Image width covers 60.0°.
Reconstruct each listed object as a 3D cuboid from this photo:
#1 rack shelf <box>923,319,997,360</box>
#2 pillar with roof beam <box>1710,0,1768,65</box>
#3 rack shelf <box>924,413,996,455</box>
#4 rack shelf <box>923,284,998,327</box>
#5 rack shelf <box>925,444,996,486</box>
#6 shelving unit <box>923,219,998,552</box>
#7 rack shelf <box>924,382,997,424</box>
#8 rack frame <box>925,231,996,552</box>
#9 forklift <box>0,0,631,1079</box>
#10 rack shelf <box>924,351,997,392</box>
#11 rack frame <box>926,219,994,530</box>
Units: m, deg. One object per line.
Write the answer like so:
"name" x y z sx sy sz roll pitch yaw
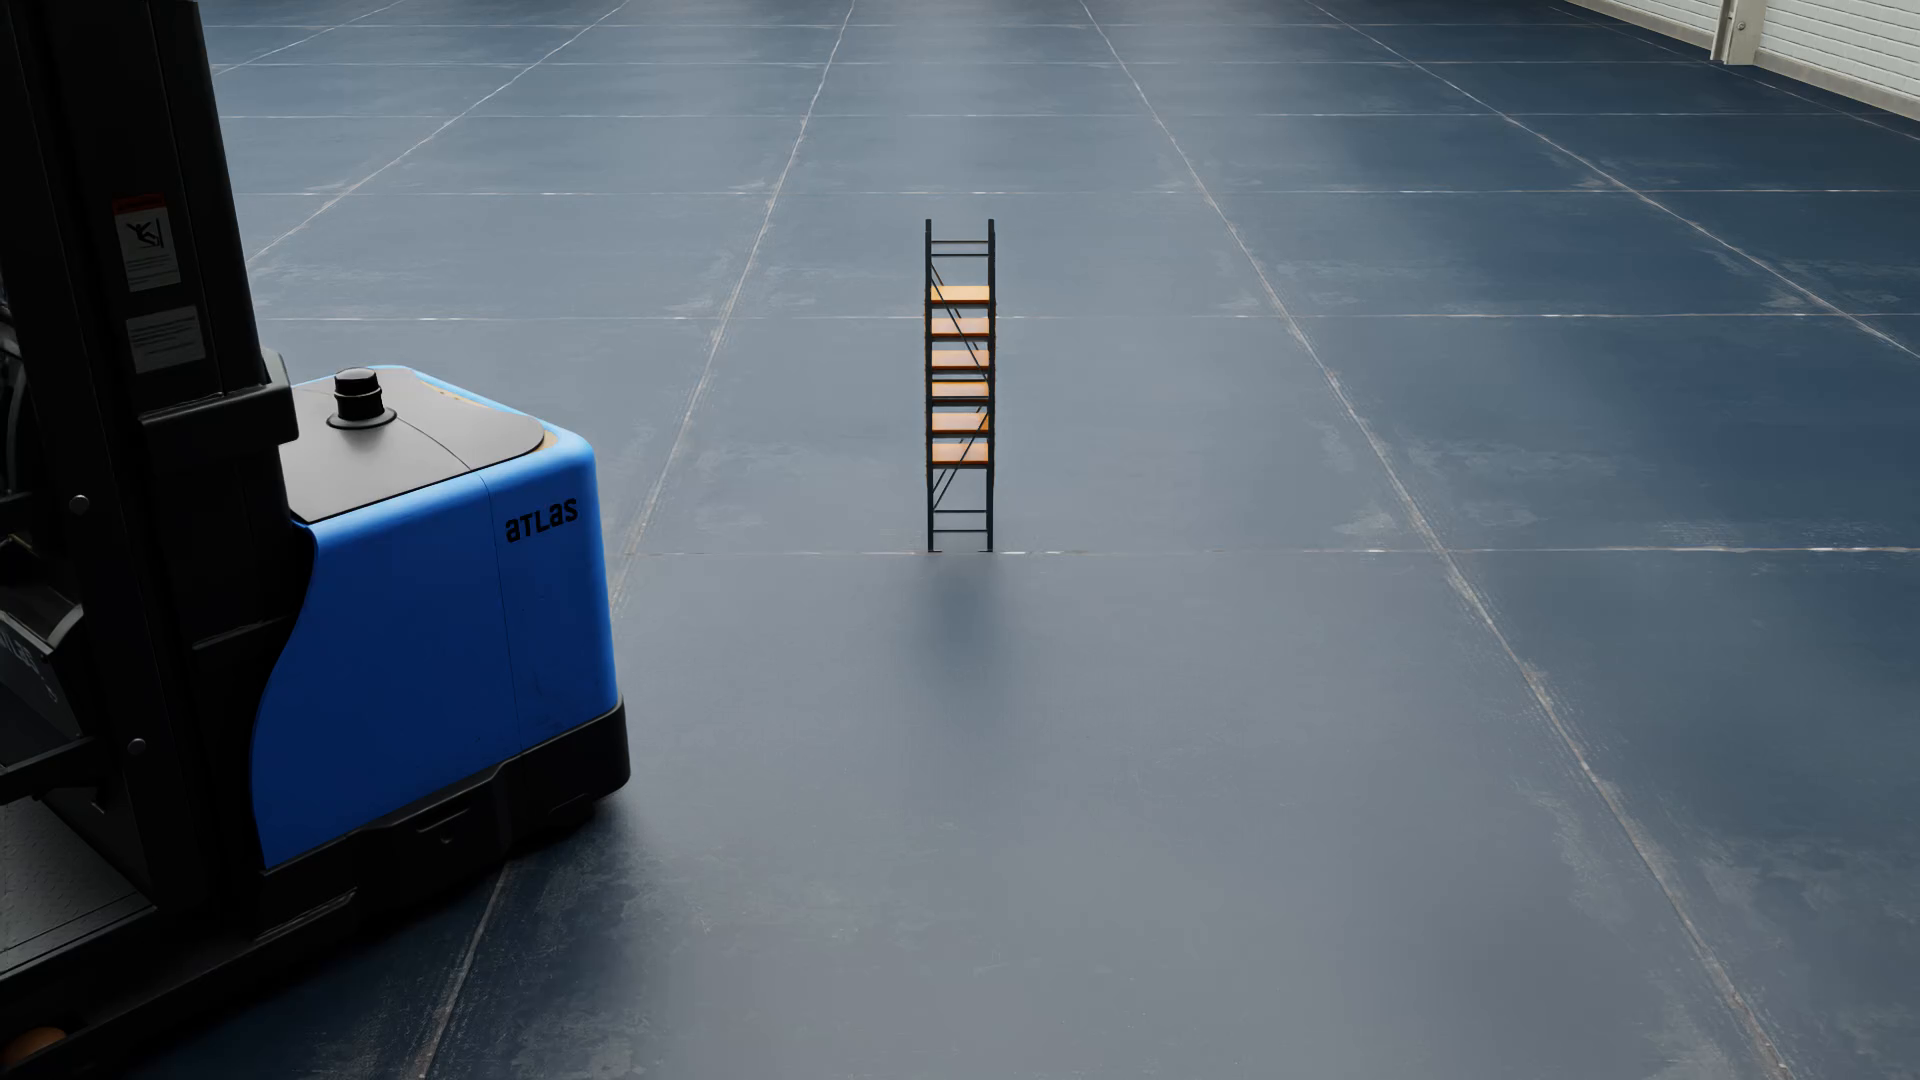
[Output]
"rack shelf" 0.000 -0.719 5.909 0.258 0.103 0.180 0 24 -1
"pillar with roof beam" 3.669 -9.015 15.262 9.100 9.000 0.400 0 24 -1
"rack shelf" 0.000 -0.391 6.057 0.258 0.103 0.180 0 24 -1
"rack shelf" 0.000 -0.828 5.860 0.258 0.103 0.180 0 24 -1
"rack shelf" 0.000 -0.282 6.107 0.258 0.103 0.180 0 24 -1
"shelving unit" 0.000 -0.541 5.990 0.258 1.200 0.189 0 24 -1
"rack shelf" 0.000 -0.500 6.008 0.258 0.103 0.180 0 24 -1
"rack frame" 0.001 -0.503 5.906 0.240 1.200 0.006 0 24 -1
"forklift" -2.277 -0.296 3.349 1.130 2.935 3.031 20 31 38
"rack shelf" 0.000 -0.610 5.958 0.258 0.103 0.180 0 24 -1
"rack frame" -0.001 -0.578 6.073 0.240 1.200 0.006 0 24 -1
